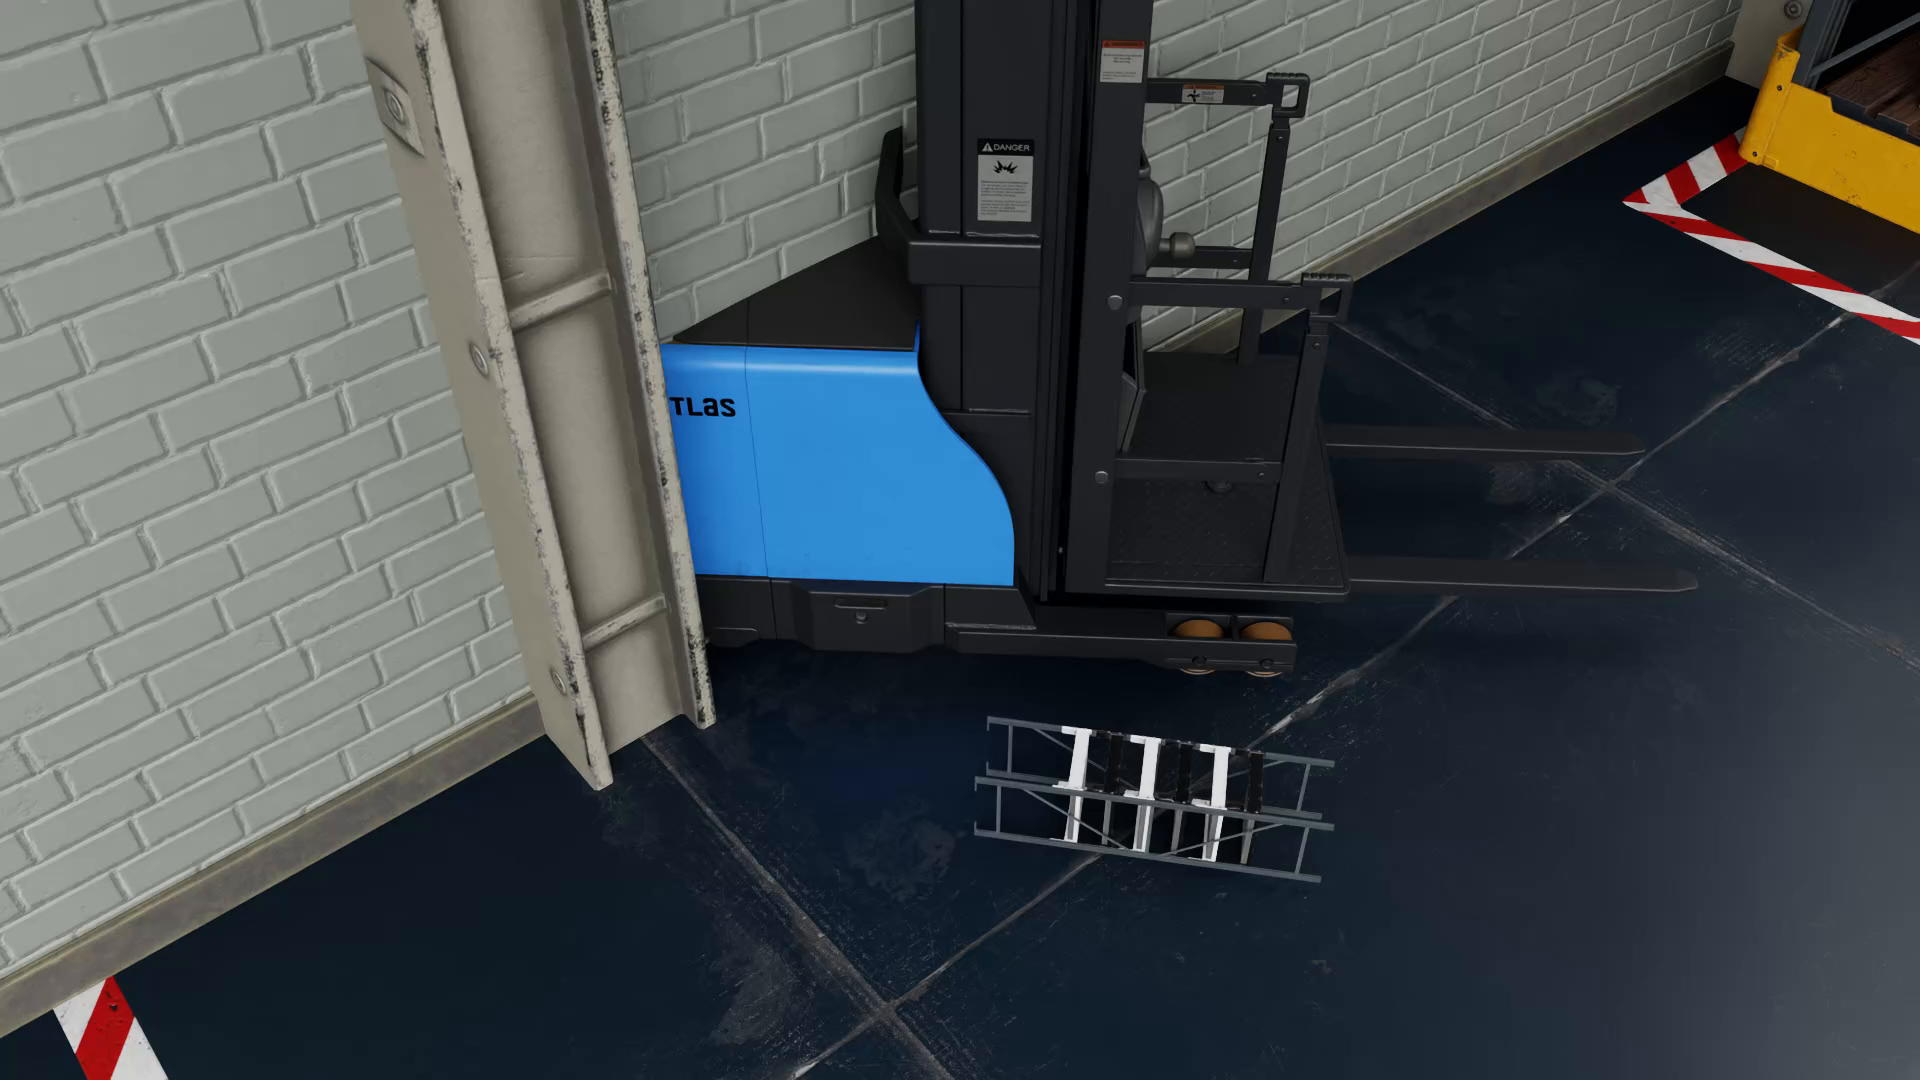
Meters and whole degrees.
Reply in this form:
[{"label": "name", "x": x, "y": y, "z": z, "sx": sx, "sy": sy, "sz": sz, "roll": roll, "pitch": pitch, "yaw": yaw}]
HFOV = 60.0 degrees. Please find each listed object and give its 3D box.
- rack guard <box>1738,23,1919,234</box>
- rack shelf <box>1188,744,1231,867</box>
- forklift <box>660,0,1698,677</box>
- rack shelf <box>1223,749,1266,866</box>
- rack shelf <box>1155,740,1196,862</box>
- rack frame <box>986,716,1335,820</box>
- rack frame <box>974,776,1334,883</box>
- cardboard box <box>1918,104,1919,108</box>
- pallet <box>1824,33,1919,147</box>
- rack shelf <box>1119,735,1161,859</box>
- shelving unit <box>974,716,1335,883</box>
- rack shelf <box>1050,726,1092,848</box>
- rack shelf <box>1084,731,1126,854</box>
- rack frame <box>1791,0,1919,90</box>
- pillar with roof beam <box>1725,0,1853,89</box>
[{"label": "rack guard", "x": 3.744, "y": -1.573, "z": 6.559, "sx": 0.348, "sy": 0.500, "sz": 1.175, "roll": -30, "pitch": 51, "yaw": -28}, {"label": "rack shelf", "x": 0.643, "y": 0.688, "z": 4.302, "sx": 0.077, "sy": 0.258, "sz": 0.200, "roll": 7, "pitch": 44, "yaw": 7}, {"label": "forklift", "x": 0.627, "y": -1.047, "z": 4.224, "sx": 3.031, "sy": 2.935, "sz": 1.130, "roll": 2, "pitch": 43, "yaw": 2}, {"label": "rack shelf", "x": 0.732, "y": 0.699, "z": 4.291, "sx": 0.077, "sy": 0.258, "sz": 0.200, "roll": 7, "pitch": 44, "yaw": 7}, {"label": "rack shelf", "x": 0.554, "y": 0.678, "z": 4.313, "sx": 0.077, "sy": 0.258, "sz": 0.200, "roll": 7, "pitch": 44, "yaw": 7}, {"label": "rack frame", "x": 0.516, "y": 0.603, "z": 4.393, "sx": 0.900, "sy": 0.240, "sz": 0.006, "roll": 7, "pitch": 44, "yaw": 7}, {"label": "rack frame", "x": 0.482, "y": 0.740, "z": 4.247, "sx": 0.900, "sy": 0.240, "sz": 0.006, "roll": 7, "pitch": 44, "yaw": 7}, {"label": "cardboard box", "x": 4.274, "y": -1.887, "z": 6.711, "sx": 0.500, "sy": 0.311, "sz": 0.500, "roll": 33, "pitch": 52, "yaw": 30}, {"label": "pallet", "x": 4.389, "y": -1.806, "z": 7.018, "sx": 1.213, "sy": 0.211, "sz": 1.003, "roll": -30, "pitch": 51, "yaw": -28}, {"label": "rack shelf", "x": 0.466, "y": 0.668, "z": 4.324, "sx": 0.077, "sy": 0.258, "sz": 0.200, "roll": 7, "pitch": 44, "yaw": 7}, {"label": "shelving unit", "x": 0.499, "y": 0.672, "z": 4.320, "sx": 0.900, "sy": 0.258, "sz": 0.210, "roll": 7, "pitch": 44, "yaw": 7}, {"label": "rack shelf", "x": 0.288, "y": 0.647, "z": 4.346, "sx": 0.077, "sy": 0.258, "sz": 0.200, "roll": 7, "pitch": 44, "yaw": 7}, {"label": "rack shelf", "x": 0.377, "y": 0.657, "z": 4.335, "sx": 0.077, "sy": 0.258, "sz": 0.200, "roll": 7, "pitch": 44, "yaw": 7}, {"label": "rack frame", "x": 3.685, "y": -2.450, "z": 5.668, "sx": 0.127, "sy": 3.000, "sz": 1.000, "roll": -30, "pitch": 51, "yaw": -28}, {"label": "pillar with roof beam", "x": 6.429, "y": -3.138, "z": 2.018, "sx": 0.400, "sy": 9.000, "sz": 9.100, "roll": -30, "pitch": 51, "yaw": -28}]
